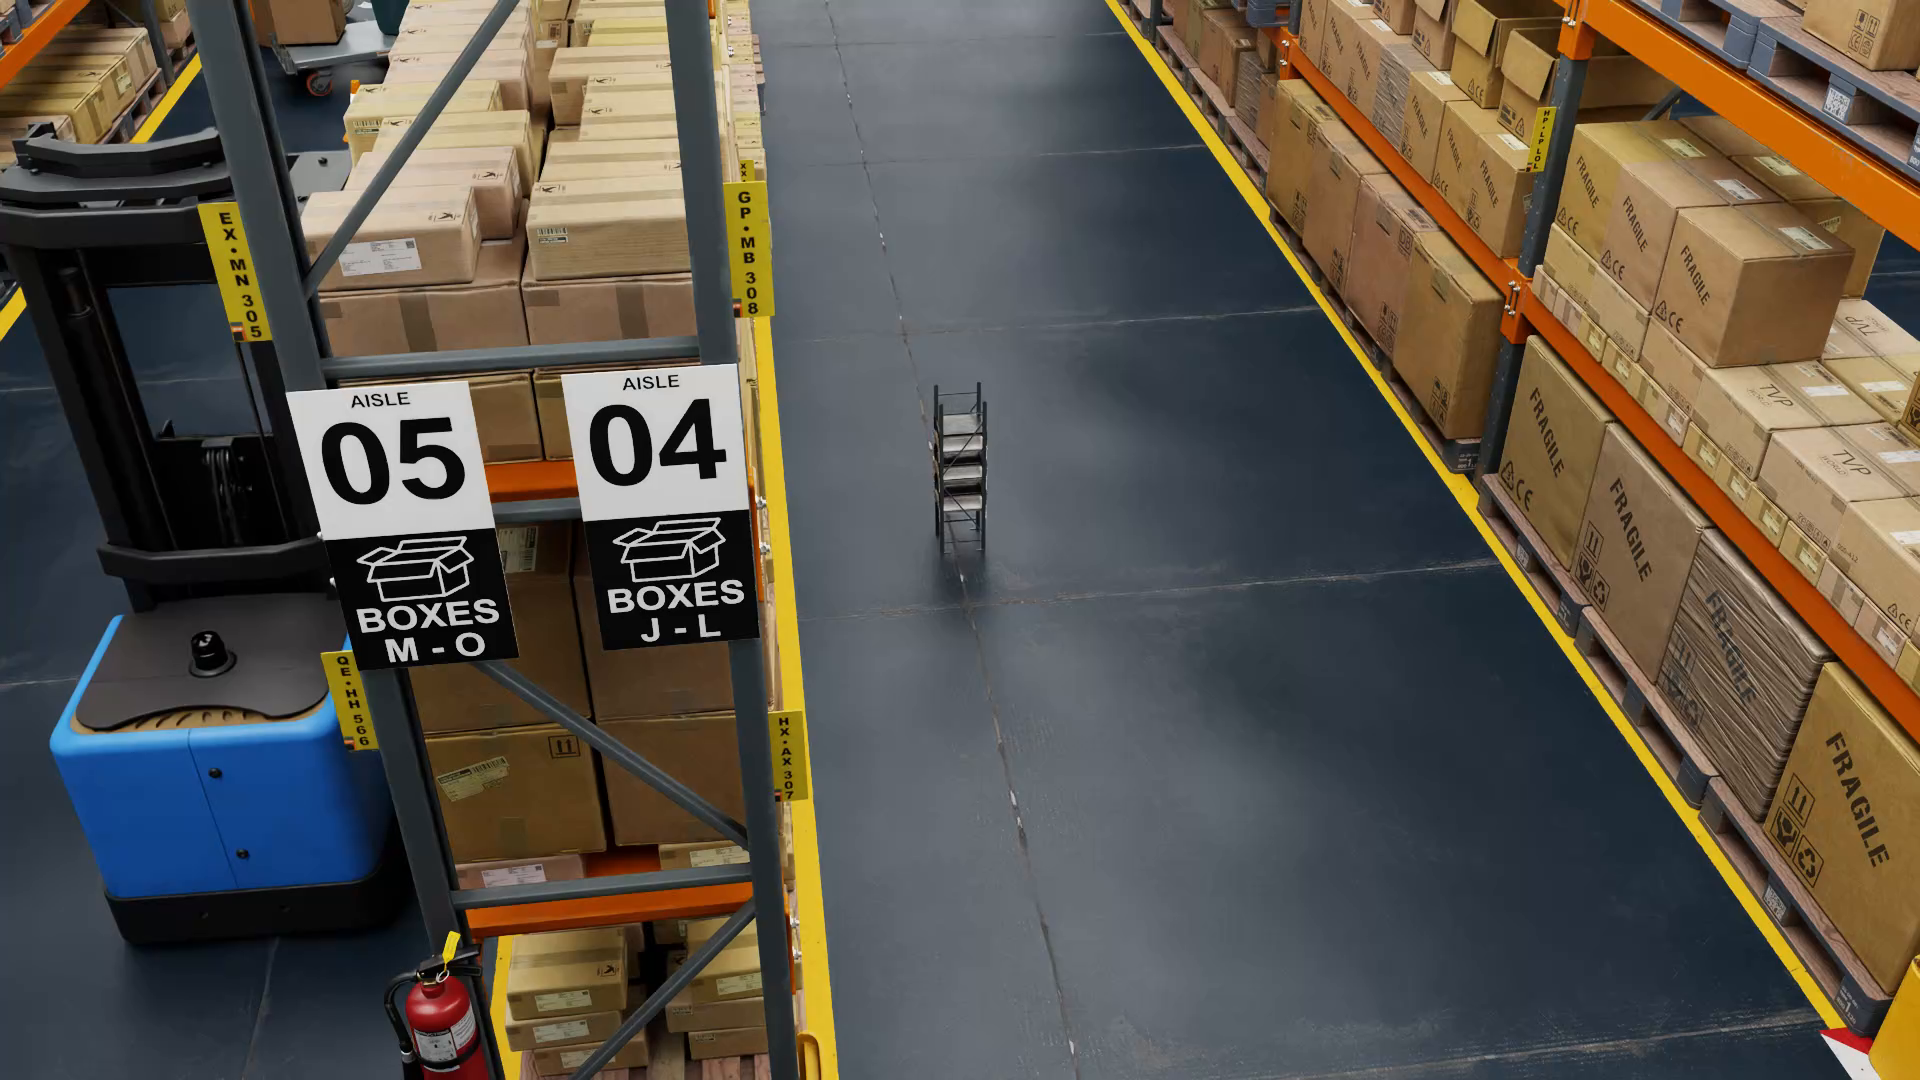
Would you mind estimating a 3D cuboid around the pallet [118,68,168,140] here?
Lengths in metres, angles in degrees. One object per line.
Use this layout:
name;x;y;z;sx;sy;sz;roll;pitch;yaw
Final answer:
pallet;-7.412;-3.683;14.096;1.003;0.211;1.213;-4;35;-6

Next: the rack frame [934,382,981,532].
rack frame;-0.013;-0.424;8.702;0.240;0.900;0.006;-4;35;-6

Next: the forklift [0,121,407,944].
forklift;-2.918;-0.458;6.947;1.130;2.935;3.031;-3;34;-5

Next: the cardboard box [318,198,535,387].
cardboard box;-1.326;-0.627;4.160;0.500;0.250;0.500;-5;35;-8

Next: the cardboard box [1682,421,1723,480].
cardboard box;3.300;-0.392;7.014;0.380;0.149;0.250;-5;35;-8

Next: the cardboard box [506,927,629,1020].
cardboard box;-1.335;1.478;5.677;0.380;0.149;0.250;-4;34;-6

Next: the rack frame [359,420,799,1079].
rack frame;-1.012;0.995;4.755;1.000;3.000;0.127;-4;35;-6

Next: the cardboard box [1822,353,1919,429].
cardboard box;3.903;-0.534;6.868;0.500;0.250;0.500;-5;35;-7

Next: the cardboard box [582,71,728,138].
cardboard box;-0.843;-1.188;4.630;0.380;0.149;0.250;-4;34;-6

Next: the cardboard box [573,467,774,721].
cardboard box;-0.810;0.147;4.758;0.500;0.500;0.500;-5;35;-7

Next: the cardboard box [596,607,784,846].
cardboard box;-0.799;0.559;5.041;0.500;0.500;0.500;-3;34;-4

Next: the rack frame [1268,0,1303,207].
rack frame;2.840;-3.788;11.774;1.000;3.000;0.127;-4;35;-6

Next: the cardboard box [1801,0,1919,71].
cardboard box;3.541;-2.017;5.961;0.700;0.500;0.500;-3;34;-4

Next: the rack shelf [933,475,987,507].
rack shelf;0.001;-0.265;8.688;0.258;0.077;0.200;-4;35;-6

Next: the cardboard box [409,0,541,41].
cardboard box;-1.574;-1.723;5.415;0.380;0.149;0.250;-5;35;-8

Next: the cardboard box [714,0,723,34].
cardboard box;-0.983;-1.772;5.488;0.380;0.149;0.250;-5;35;-7

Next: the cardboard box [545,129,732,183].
cardboard box;-0.885;-0.945;4.627;0.500;0.250;0.500;-5;35;-7

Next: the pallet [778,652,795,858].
pallet;-1.258;0.970;7.268;1.003;0.211;1.213;-4;35;-6

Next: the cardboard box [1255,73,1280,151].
cardboard box;2.730;-3.310;12.901;0.700;0.500;0.500;-6;35;-9

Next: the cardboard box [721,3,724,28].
cardboard box;-1.161;-1.882;6.446;0.500;0.250;0.500;-4;35;-7

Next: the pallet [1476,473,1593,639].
pallet;3.403;0.026;8.653;1.003;0.211;1.213;-4;35;-6

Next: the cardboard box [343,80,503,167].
cardboard box;-1.462;-1.144;4.566;0.380;0.149;0.250;-4;34;-6

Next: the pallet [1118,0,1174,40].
pallet;2.177;-5.240;16.381;1.003;0.211;1.213;-4;35;-6

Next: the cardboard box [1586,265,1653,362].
cardboard box;3.244;-1.057;7.636;0.500;0.250;0.500;-5;35;-7

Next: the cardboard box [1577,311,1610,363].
cardboard box;3.160;-0.969;7.859;0.380;0.149;0.250;-3;34;-5

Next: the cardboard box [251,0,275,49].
cardboard box;-6.313;-4.939;15.680;0.500;0.500;0.500;20;39;26

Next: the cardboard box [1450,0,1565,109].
cardboard box;3.203;-2.752;9.273;0.797;0.503;0.637;-4;34;-6

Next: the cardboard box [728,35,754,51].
cardboard box;-1.396;-2.824;9.681;0.380;0.149;0.250;-3;34;-4

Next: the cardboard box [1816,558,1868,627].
cardboard box;3.440;0.181;6.173;0.380;0.149;0.250;-4;34;-6

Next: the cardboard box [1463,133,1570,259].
cardboard box;3.045;-1.838;8.823;0.500;0.500;0.500;-4;35;-6

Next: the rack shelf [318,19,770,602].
rack shelf;-1.281;-1.063;5.750;1.077;0.370;4.000;-4;35;-6

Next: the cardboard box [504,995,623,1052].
cardboard box;-1.366;1.604;5.756;0.380;0.149;0.250;-5;35;-8

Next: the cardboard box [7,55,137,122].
cardboard box;-7.345;-3.664;13.552;0.950;0.372;0.625;-2;34;-3

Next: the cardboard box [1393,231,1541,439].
cardboard box;3.272;-1.207;9.501;1.225;0.875;0.875;-4;35;-6

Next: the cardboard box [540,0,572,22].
cardboard box;-1.607;-1.774;5.844;0.500;0.250;0.500;-4;34;-6

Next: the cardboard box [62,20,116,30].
cardboard box;-7.864;-4.617;15.058;0.500;0.250;0.500;-3;34;-4

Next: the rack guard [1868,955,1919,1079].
rack guard;3.919;1.722;5.908;1.175;0.500;0.348;-4;35;-6

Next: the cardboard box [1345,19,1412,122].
cardboard box;2.780;-2.965;10.477;0.500;0.500;0.500;-5;35;-7

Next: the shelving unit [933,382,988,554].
shelving unit;0.001;-0.367;8.619;0.258;0.900;0.210;-4;35;-6

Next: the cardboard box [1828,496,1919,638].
cardboard box;3.520;0.081;5.965;0.500;0.250;0.500;-5;35;-7

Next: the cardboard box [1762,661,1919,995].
cardboard box;3.751;1.029;6.219;0.875;0.875;0.875;-4;35;-6

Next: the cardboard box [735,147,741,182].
cardboard box;-1.144;-1.285;6.859;0.500;0.500;0.500;-5;35;-8

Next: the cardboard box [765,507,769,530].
cardboard box;-1.160;-0.039;8.432;0.380;0.149;0.250;-4;34;-6

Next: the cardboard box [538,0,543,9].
cardboard box;-1.622;-1.868;5.628;0.380;0.149;0.250;-3;34;-4

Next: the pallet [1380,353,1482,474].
pallet;3.200;-0.829;9.907;1.003;0.211;1.213;-4;35;-6

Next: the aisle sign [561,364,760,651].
aisle sign;-0.705;-0.061;3.996;0.394;0.787;0.004;-4;35;-6

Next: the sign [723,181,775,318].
sign;-0.475;-0.647;3.724;0.100;0.325;0.005;-4;35;-6

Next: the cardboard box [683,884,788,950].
cardboard box;-0.809;1.408;6.044;0.380;0.149;0.250;-5;35;-7

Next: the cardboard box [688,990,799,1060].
cardboard box;-0.766;1.683;5.904;0.380;0.149;0.250;-4;34;-5

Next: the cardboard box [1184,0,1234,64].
cardboard box;2.409;-4.558;14.732;0.700;0.500;0.500;-5;35;-7

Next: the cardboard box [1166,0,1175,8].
cardboard box;2.288;-5.387;15.967;0.500;0.500;0.500;-5;35;-8

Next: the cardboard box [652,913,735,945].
cardboard box;-0.902;1.291;5.951;0.380;0.149;0.250;-4;34;-6

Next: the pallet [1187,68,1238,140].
pallet;2.576;-3.752;14.196;1.003;0.211;1.213;-4;35;-6

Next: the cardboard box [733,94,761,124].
cardboard box;-1.254;-2.245;8.831;0.380;0.149;0.250;-5;35;-7

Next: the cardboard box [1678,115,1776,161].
cardboard box;3.705;-1.691;7.899;0.500;0.500;0.500;-3;34;-5

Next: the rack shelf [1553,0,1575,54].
rack shelf;3.109;-3.615;9.494;1.077;0.370;4.000;-4;35;-6
